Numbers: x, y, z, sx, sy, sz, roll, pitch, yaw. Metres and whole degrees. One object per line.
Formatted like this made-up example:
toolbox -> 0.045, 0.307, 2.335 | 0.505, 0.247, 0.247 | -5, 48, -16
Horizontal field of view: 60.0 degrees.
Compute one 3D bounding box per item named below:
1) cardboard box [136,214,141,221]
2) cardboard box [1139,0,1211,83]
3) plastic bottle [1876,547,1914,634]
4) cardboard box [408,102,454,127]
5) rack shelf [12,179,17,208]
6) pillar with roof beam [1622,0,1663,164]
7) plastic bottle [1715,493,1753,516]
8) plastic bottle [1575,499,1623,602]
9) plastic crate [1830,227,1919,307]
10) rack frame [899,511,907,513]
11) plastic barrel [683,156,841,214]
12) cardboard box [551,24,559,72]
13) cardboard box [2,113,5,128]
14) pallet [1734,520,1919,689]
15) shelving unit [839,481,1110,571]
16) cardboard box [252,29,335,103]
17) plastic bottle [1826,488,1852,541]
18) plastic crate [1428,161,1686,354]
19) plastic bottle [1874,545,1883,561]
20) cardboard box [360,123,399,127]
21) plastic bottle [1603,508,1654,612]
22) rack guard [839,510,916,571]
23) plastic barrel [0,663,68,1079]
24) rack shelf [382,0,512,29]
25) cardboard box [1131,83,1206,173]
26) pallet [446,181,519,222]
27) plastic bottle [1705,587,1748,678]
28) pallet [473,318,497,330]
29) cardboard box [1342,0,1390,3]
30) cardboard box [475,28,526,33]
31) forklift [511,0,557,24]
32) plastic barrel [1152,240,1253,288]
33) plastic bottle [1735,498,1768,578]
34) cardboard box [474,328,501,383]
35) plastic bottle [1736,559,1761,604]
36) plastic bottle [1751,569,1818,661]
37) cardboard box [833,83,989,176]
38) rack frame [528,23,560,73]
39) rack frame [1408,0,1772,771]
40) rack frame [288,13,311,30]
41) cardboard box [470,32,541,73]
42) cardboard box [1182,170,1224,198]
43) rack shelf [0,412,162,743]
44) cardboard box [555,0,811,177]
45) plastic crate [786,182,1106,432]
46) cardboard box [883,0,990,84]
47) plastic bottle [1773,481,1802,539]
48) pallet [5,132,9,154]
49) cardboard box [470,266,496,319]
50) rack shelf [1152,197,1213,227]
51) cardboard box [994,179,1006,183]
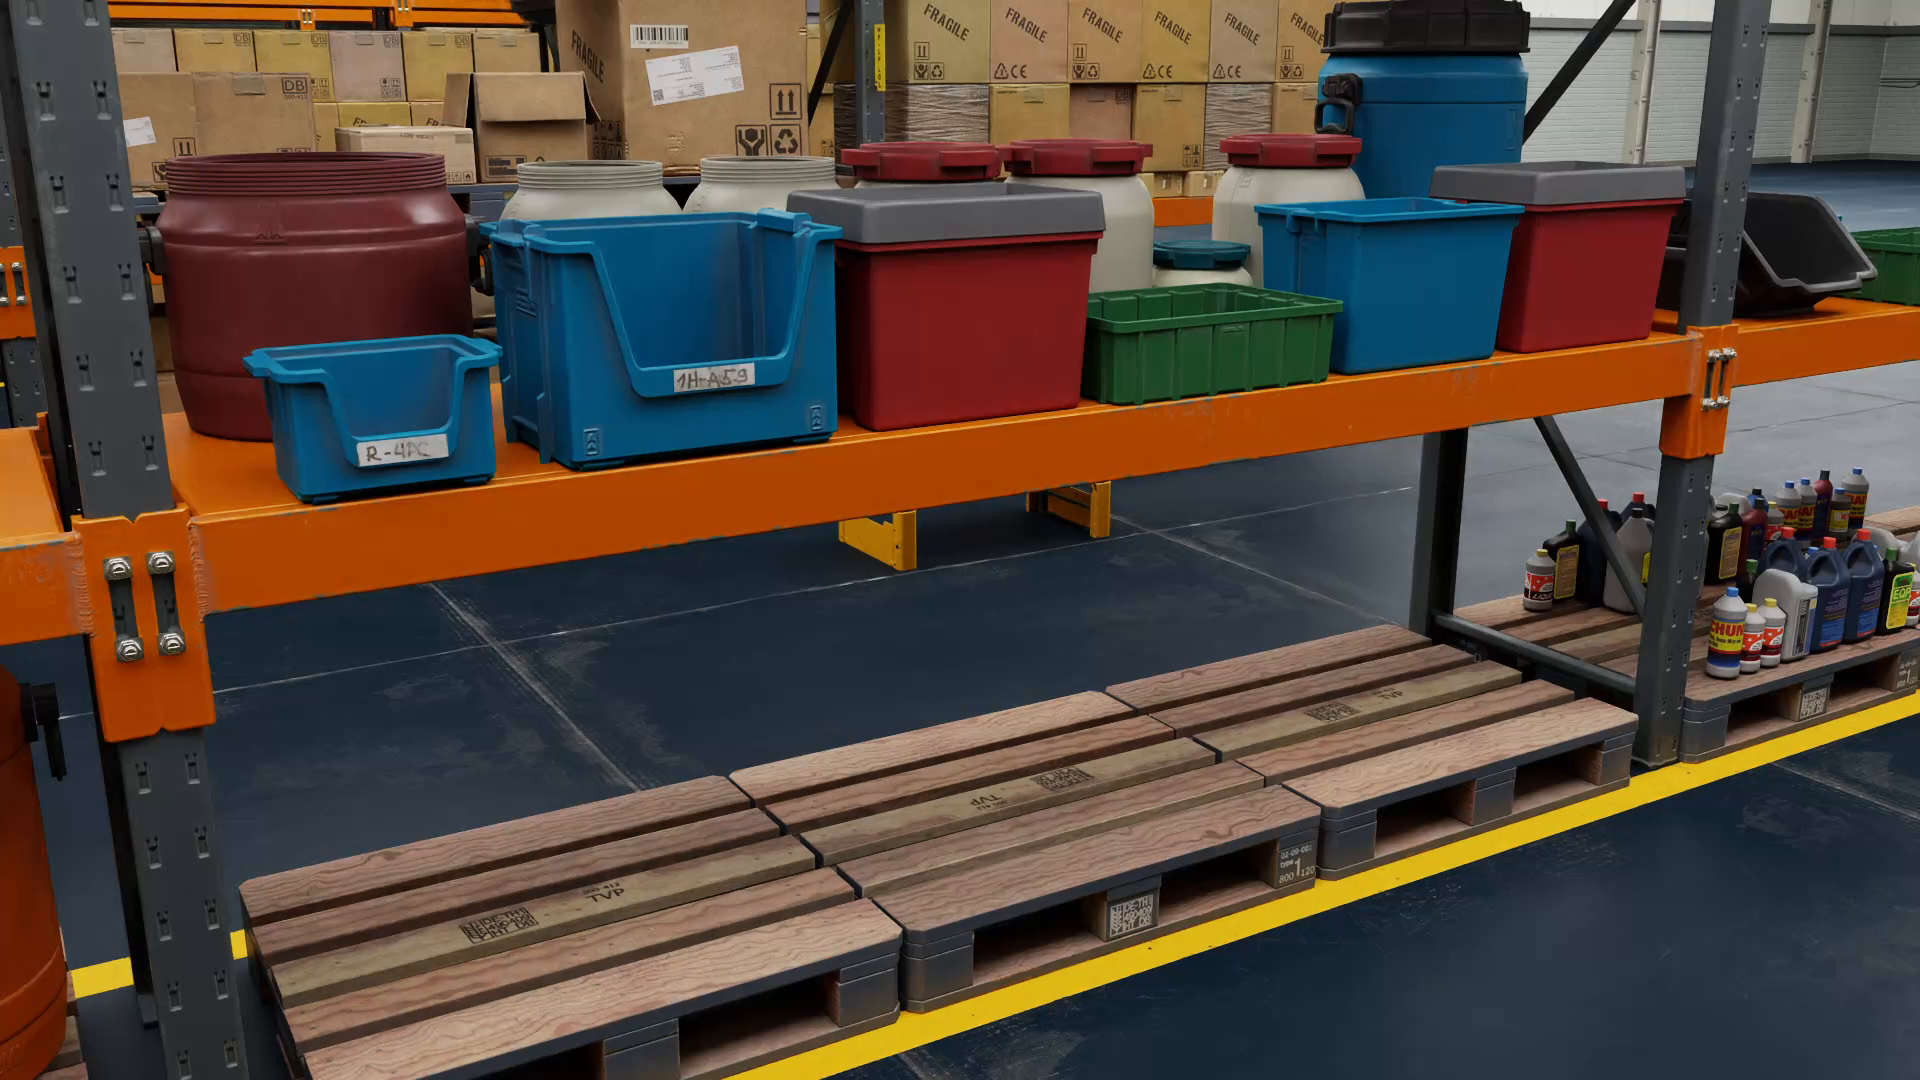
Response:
cardboard box -> -10.114, -4.240, 20.599 | 0.625, 0.625, 0.875 | -10, 19, -32
cardboard box -> 1.099, -2.914, 9.660 | 0.500, 0.500, 0.500 | -9, 18, -30
plastic bottle -> 3.084, 0.160, 5.500 | 0.133, 0.283, 0.061 | -8, 18, -27
cardboard box -> -3.908, -3.032, 12.482 | 0.500, 0.500, 0.500 | -9, 18, -30
rack shelf -> -4.879, -2.564, 12.331 | 4.000, 0.370, 1.077 | -9, 18, -30
pillar with roof beam -> 16.797, -11.364, 31.277 | 0.400, 9.000, 9.100 | -9, 18, -30
plastic bottle -> 2.840, -0.030, 6.192 | 0.135, 0.276, 0.152 | -9, 18, -29
plastic bottle -> 2.257, 0.027, 5.849 | 0.185, 0.351, 0.144 | -10, 18, -31
plastic crate -> 3.163, -0.902, 5.462 | 0.662, 0.188, 0.450 | -9, 18, -30
rack frame -> -0.363, -0.663, 6.998 | 0.032, 1.500, 0.500 | -9, 18, -30
plastic barrel -> -0.442, -0.629, 3.890 | 0.421, 0.512, 0.421 | 0, 16, 0
cardboard box -> -2.831, -3.824, 13.214 | 0.550, 0.550, 0.875 | -9, 18, -30
cardboard box -> -8.855, -3.847, 15.262 | 0.250, 0.149, 0.380 | -10, 19, -33
pallet -> 3.498, 0.208, 6.277 | 1.213, 0.211, 1.003 | -9, 18, -30
shelving unit -> 0.065, -0.733, 7.245 | 1.083, 1.500, 0.587 | -9, 18, -30
cardboard box -> -4.894, -3.435, 12.070 | 0.500, 0.500, 0.700 | -9, 18, -30
plastic bottle -> 3.479, -0.107, 6.602 | 0.097, 0.201, 0.097 | 0, 16, 0
plastic crate -> 1.596, -0.773, 4.492 | 0.583, 0.464, 0.402 | -9, 18, -30
plastic bottle -> 3.028, 0.150, 5.558 | 0.097, 0.271, 0.097 | 0, 16, 0
cardboard box -> -2.835, -1.902, 8.109 | 0.258, 0.266, 0.396 | -10, 18, -31
plastic bottle -> 2.332, 0.060, 5.730 | 0.185, 0.351, 0.144 | -9, 18, -30
rack guard -> -0.362, -0.062, 7.167 | 0.087, 0.250, 0.587 | -9, 18, -30
plastic barrel -> -1.986, 0.590, 2.989 | 0.708, 0.830, 0.600 | -9, 18, -30
rack shelf -> -4.086, -5.695, 17.945 | 4.000, 0.370, 1.077 | -9, 18, -30
cardboard box -> 0.994, -2.480, 9.964 | 0.500, 0.500, 0.875 | -9, 18, -30
pallet -> -2.450, -1.663, 8.139 | 1.213, 0.211, 1.003 | -9, 18, -30
plastic bottle -> 2.353, 0.279, 5.099 | 0.097, 0.271, 0.097 | 0, 16, 0
pallet -> -3.787, -1.721, 13.157 | 1.213, 0.211, 1.003 | -9, 18, -30
cardboard box -> 2.388, -3.122, 10.400 | 0.500, 0.500, 0.500 | -9, 18, -30
cardboard box -> -4.863, -5.069, 17.347 | 0.500, 0.500, 0.700 | -9, 18, -29
forklift -> -2.264, -2.491, 10.866 | 3.031, 2.935, 1.130 | -9, 18, -29
plastic barrel -> 0.640, -0.665, 4.482 | 0.301, 0.262, 0.301 | 0, 16, 0
plastic bottle -> 2.895, -0.009, 6.103 | 0.133, 0.283, 0.061 | -9, 18, -30
cardboard box -> -2.132, -0.814, 8.574 | 0.500, 0.500, 0.700 | -11, 19, -34
plastic bottle -> 2.560, 0.197, 5.367 | 0.133, 0.283, 0.061 | -9, 18, -30
plastic bottle -> 2.616, 0.225, 5.281 | 0.135, 0.276, 0.152 | -8, 18, -28
cardboard box -> -0.279, -2.266, 9.200 | 0.500, 0.500, 0.875 | -9, 18, -30
rack frame -> -3.165, -3.188, 13.225 | 0.127, 3.000, 1.000 | -9, 18, -30
rack frame -> 1.854, -0.880, 4.993 | 0.127, 3.000, 1.000 | -9, 18, -30
rack frame -> -8.360, -5.467, 21.356 | 0.127, 3.000, 1.000 | -9, 18, -30
cardboard box -> -3.587, -3.647, 12.826 | 0.500, 0.500, 0.700 | -10, 18, -31
cardboard box -> 1.362, -2.141, 9.957 | 0.250, 0.149, 0.380 | -9, 18, -30
rack shelf -> -3.289, 0.300, 2.115 | 4.000, 0.370, 1.077 | -9, 18, -30
cardboard box -> -1.450, -2.439, 8.665 | 1.000, 1.000, 1.000 | -9, 18, -29
plastic crate -> -0.032, -0.509, 3.550 | 0.583, 0.464, 0.402 | -9, 18, -30
cardboard box -> -0.180, -2.703, 8.906 | 0.500, 0.500, 0.500 | -9, 18, -30
plastic bottle -> 3.188, -0.093, 6.424 | 0.097, 0.271, 0.097 | 0, 16, 0
pallet -> -8.673, -3.795, 15.745 | 1.003, 0.211, 1.213 | -9, 18, -30
cardboard box -> -3.651, -2.200, 13.090 | 0.750, 0.750, 1.050 | -9, 18, -30
rack shelf -> 1.017, -1.958, 10.170 | 4.000, 0.370, 1.077 | -9, 18, -30
cardboard box -> 0.063, -1.939, 9.234 | 0.250, 0.149, 0.380 | -9, 18, -30
